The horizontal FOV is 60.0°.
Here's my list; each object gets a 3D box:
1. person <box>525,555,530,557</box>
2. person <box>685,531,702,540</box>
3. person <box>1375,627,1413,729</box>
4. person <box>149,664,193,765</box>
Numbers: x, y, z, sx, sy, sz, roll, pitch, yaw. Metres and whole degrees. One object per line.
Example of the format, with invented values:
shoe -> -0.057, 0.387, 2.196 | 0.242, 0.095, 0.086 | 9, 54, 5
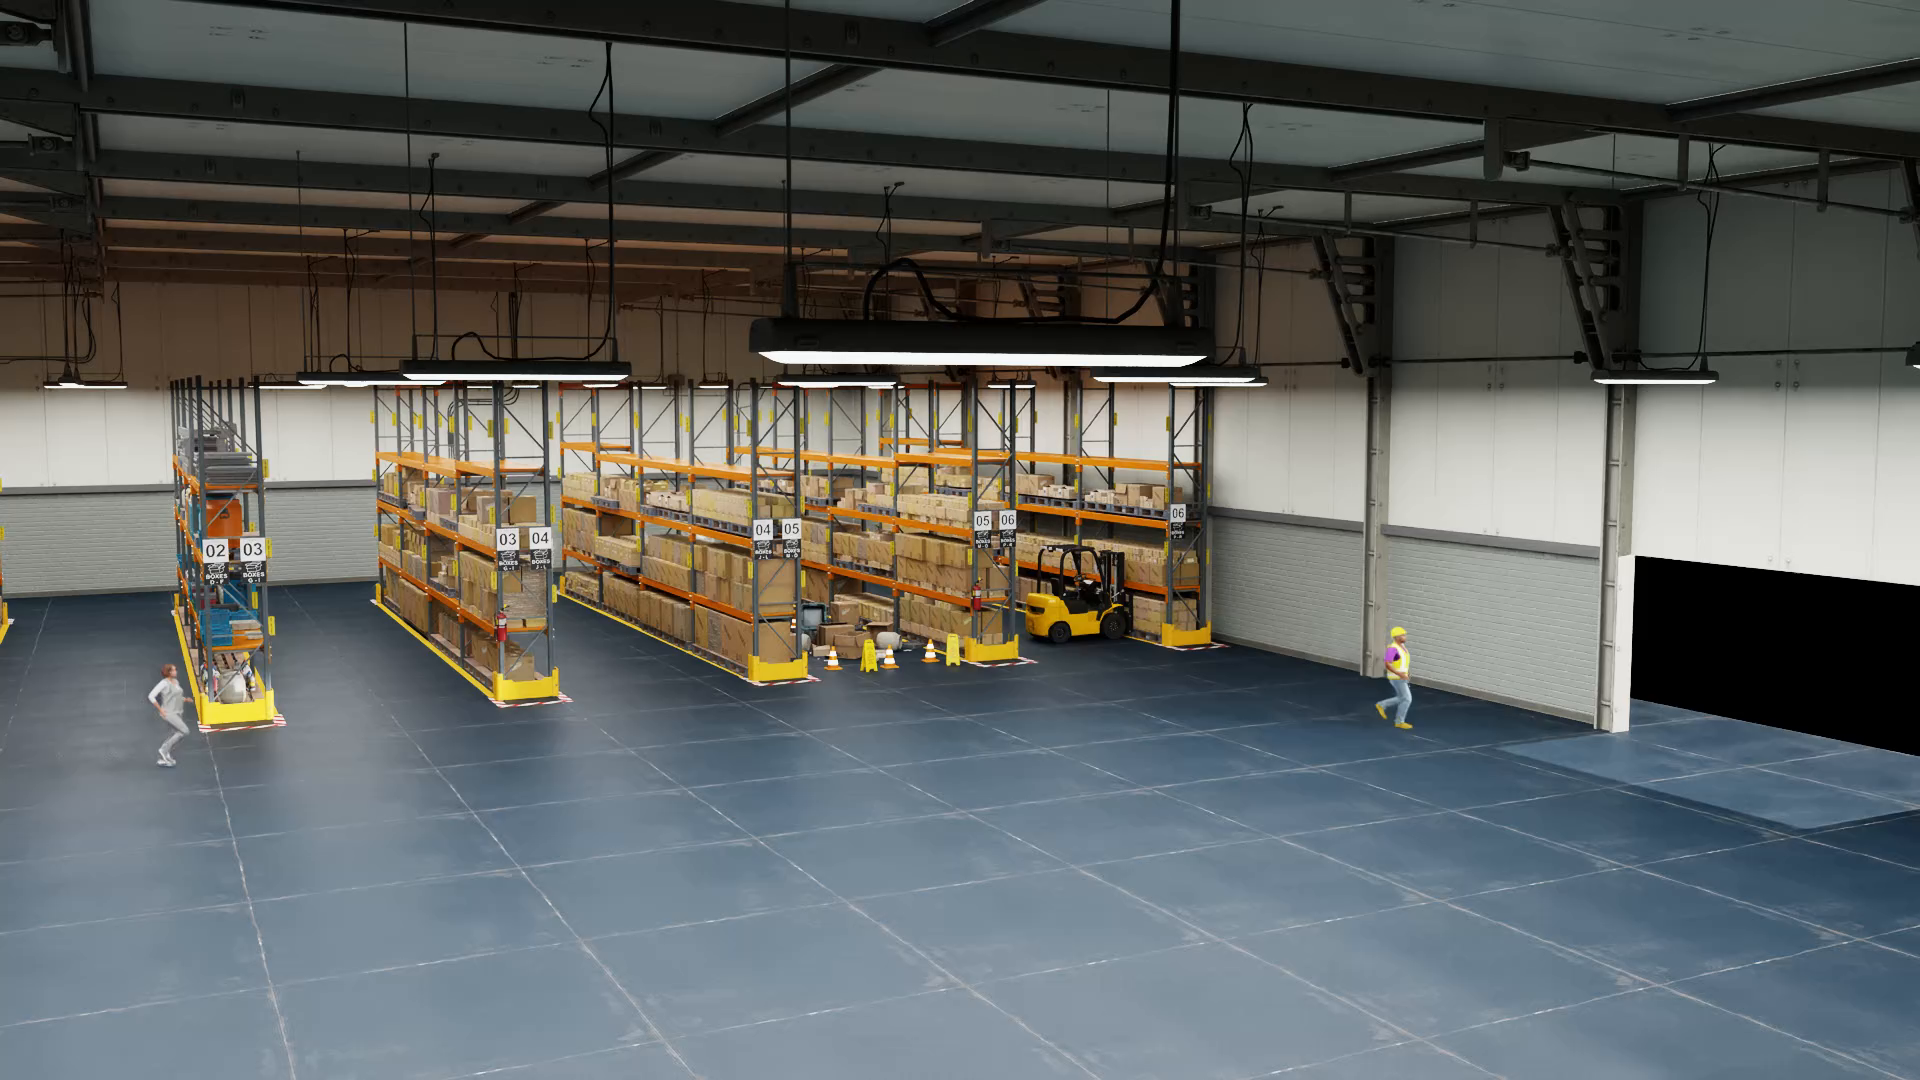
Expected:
person -> -12.397, 0.722, 46.701 | 0.735, 1.696, 0.565 | 1, 5, 8
person -> -8.175, 0.372, 50.436 | 0.825, 1.804, 0.746 | -2, 6, -23
person -> 7.410, 2.336, 28.371 | 0.665, 1.722, 0.722 | 3, 6, 27
person -> -12.036, 2.672, 25.456 | 0.591, 1.564, 0.522 | 0, 5, -2
